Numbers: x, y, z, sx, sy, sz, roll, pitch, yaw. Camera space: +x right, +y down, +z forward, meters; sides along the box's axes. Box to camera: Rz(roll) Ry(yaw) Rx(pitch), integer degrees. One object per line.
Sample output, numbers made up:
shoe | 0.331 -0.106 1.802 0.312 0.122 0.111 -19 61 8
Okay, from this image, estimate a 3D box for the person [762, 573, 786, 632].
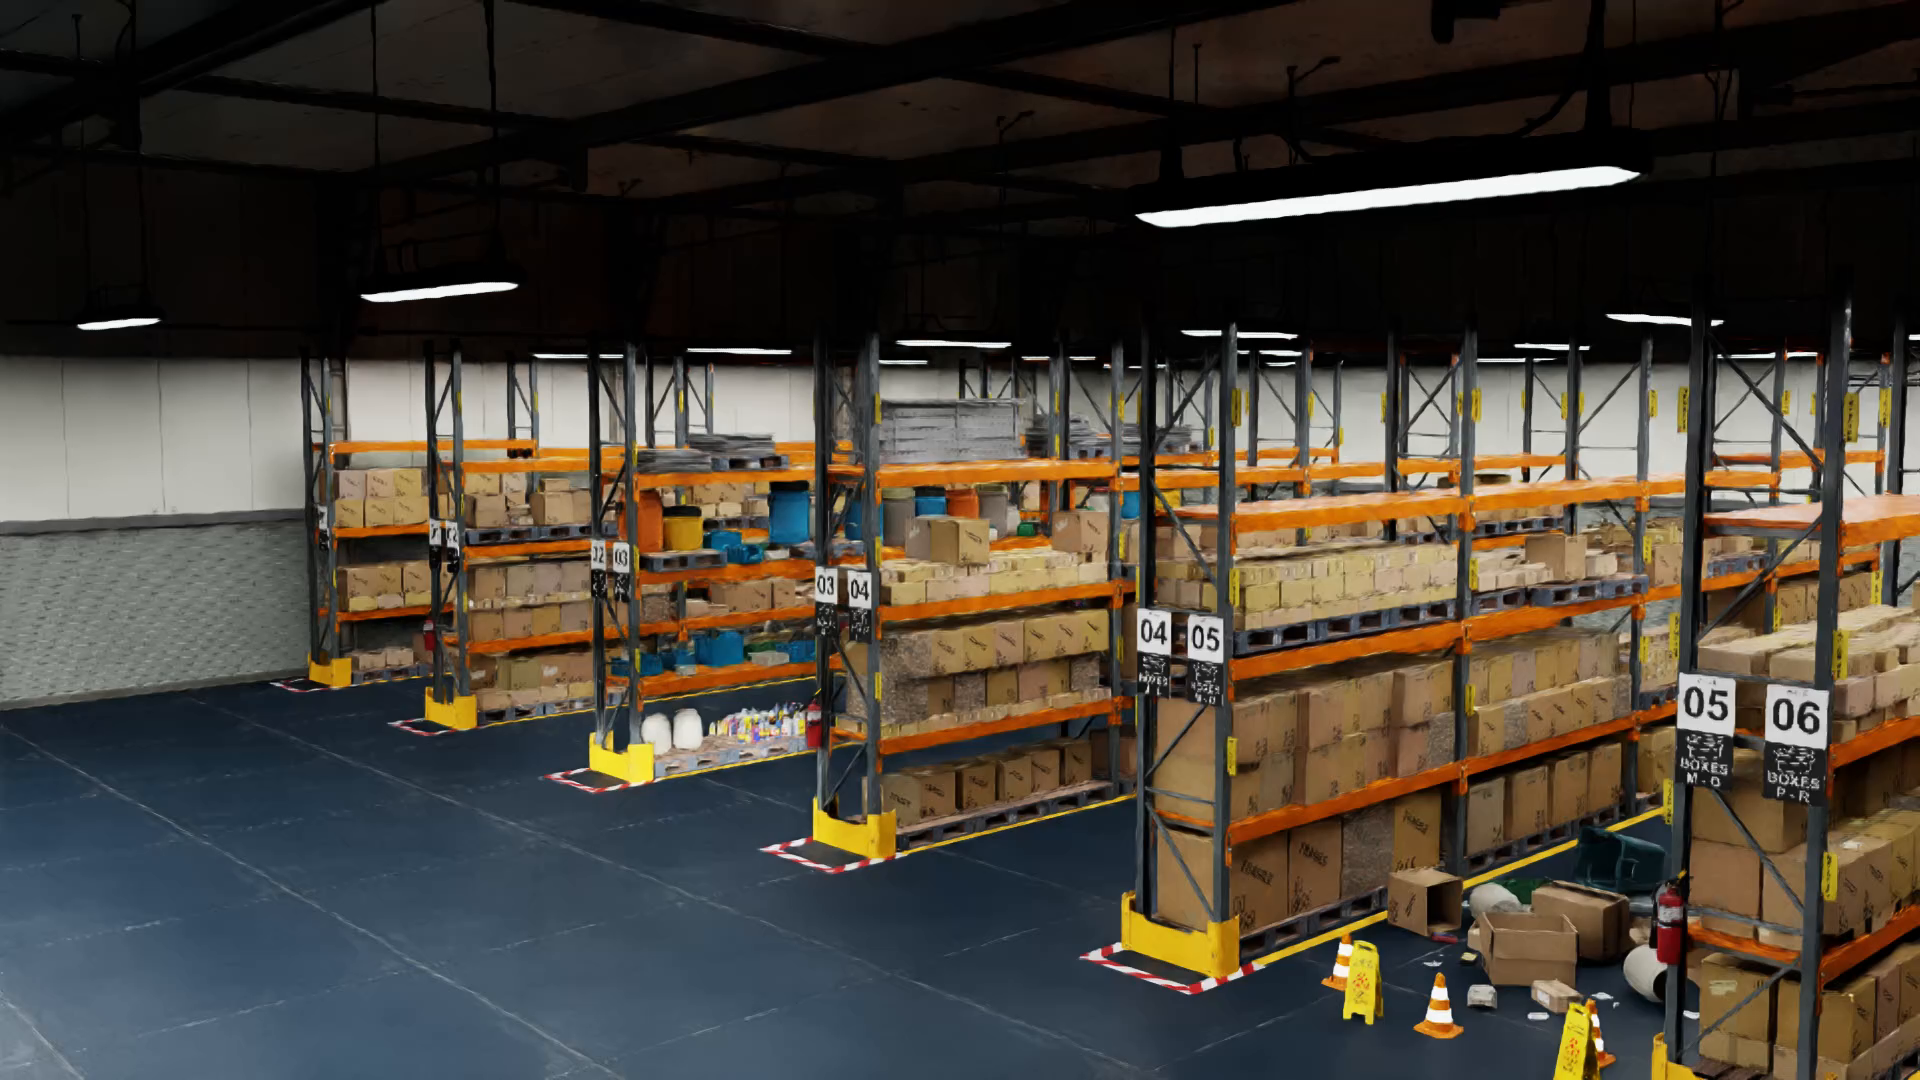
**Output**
person | -3.815 1.363 33.375 1.194 1.698 0.598 -4 7 -41
